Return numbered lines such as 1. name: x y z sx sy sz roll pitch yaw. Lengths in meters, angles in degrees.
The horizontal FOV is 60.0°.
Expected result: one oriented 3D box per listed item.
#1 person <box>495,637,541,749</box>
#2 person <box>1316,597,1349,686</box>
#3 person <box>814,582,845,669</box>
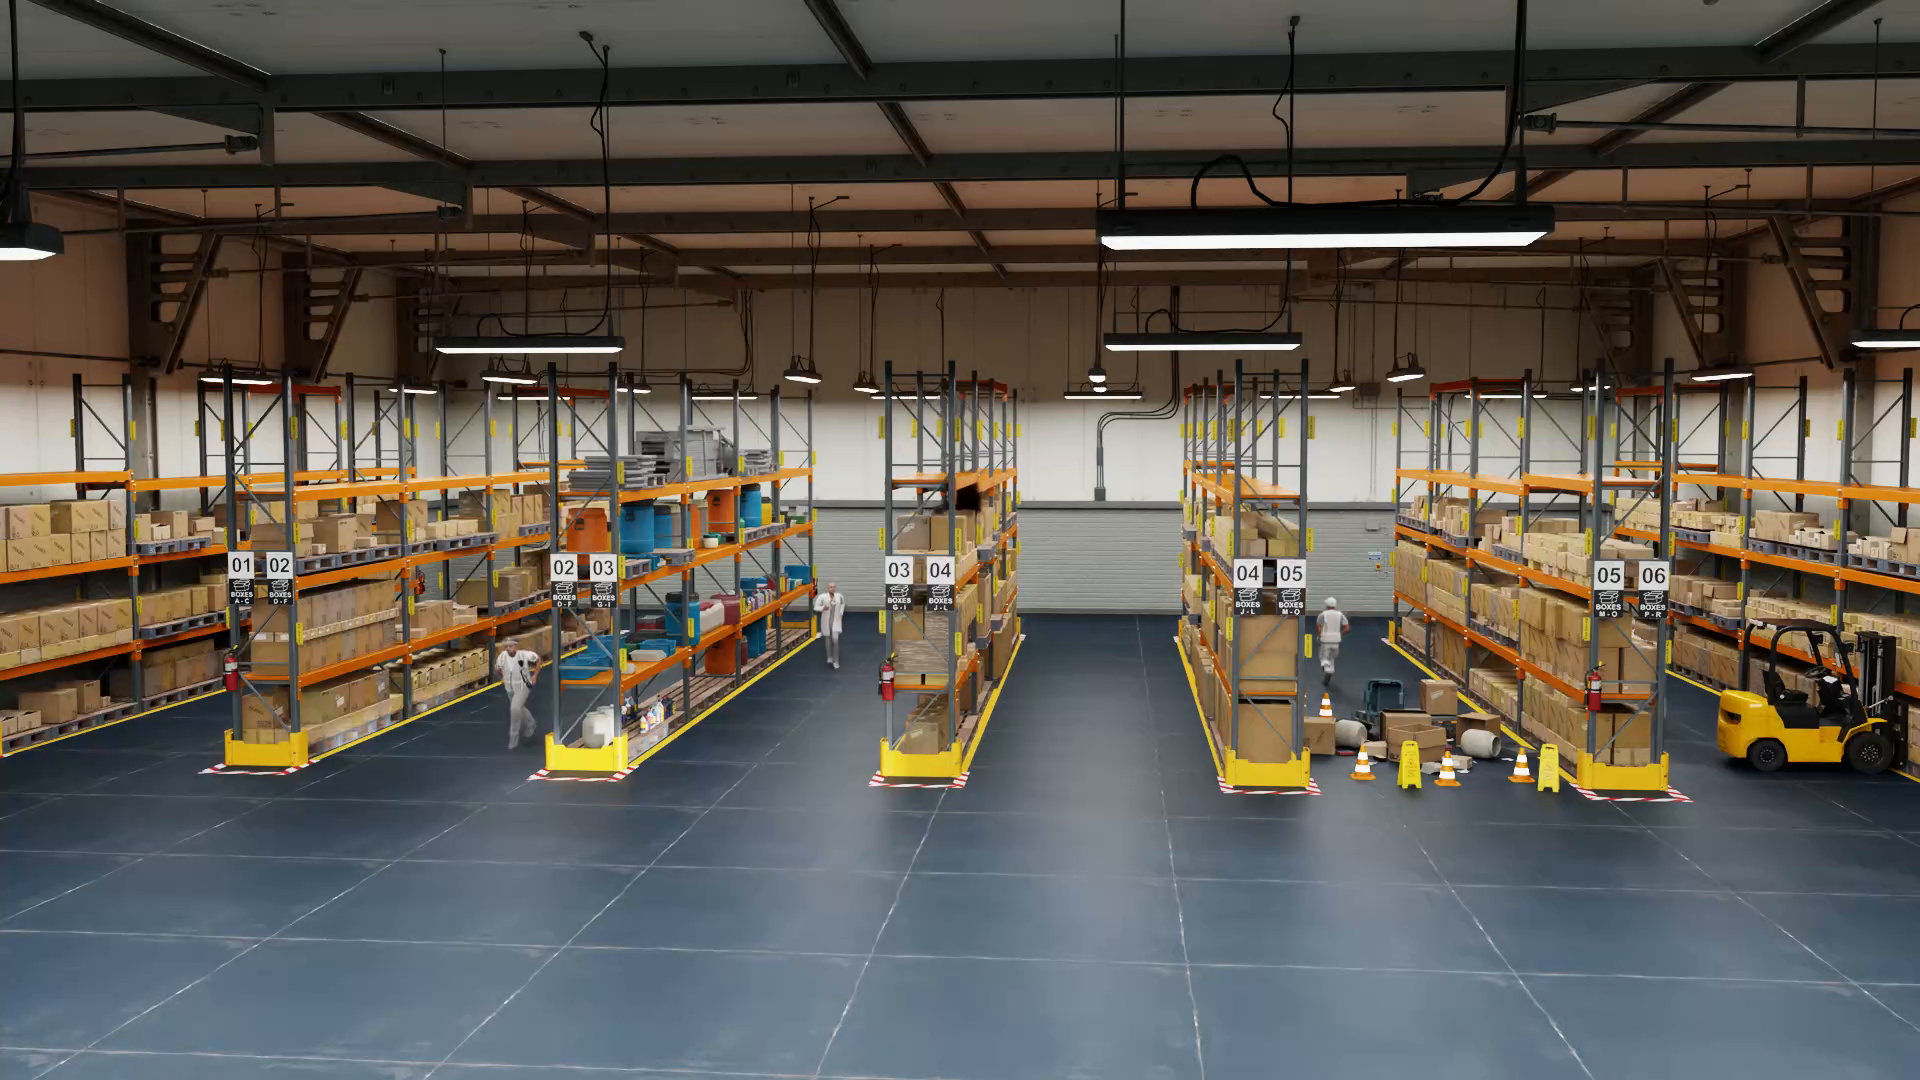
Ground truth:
1. person: -7.043 2.401 26.601 0.655 1.800 0.986 1 4 17
2. person: 7.259 1.994 32.461 0.669 1.748 0.601 0 4 -1
3. person: -2.761 1.810 35.246 0.669 1.855 0.861 -1 4 -9
